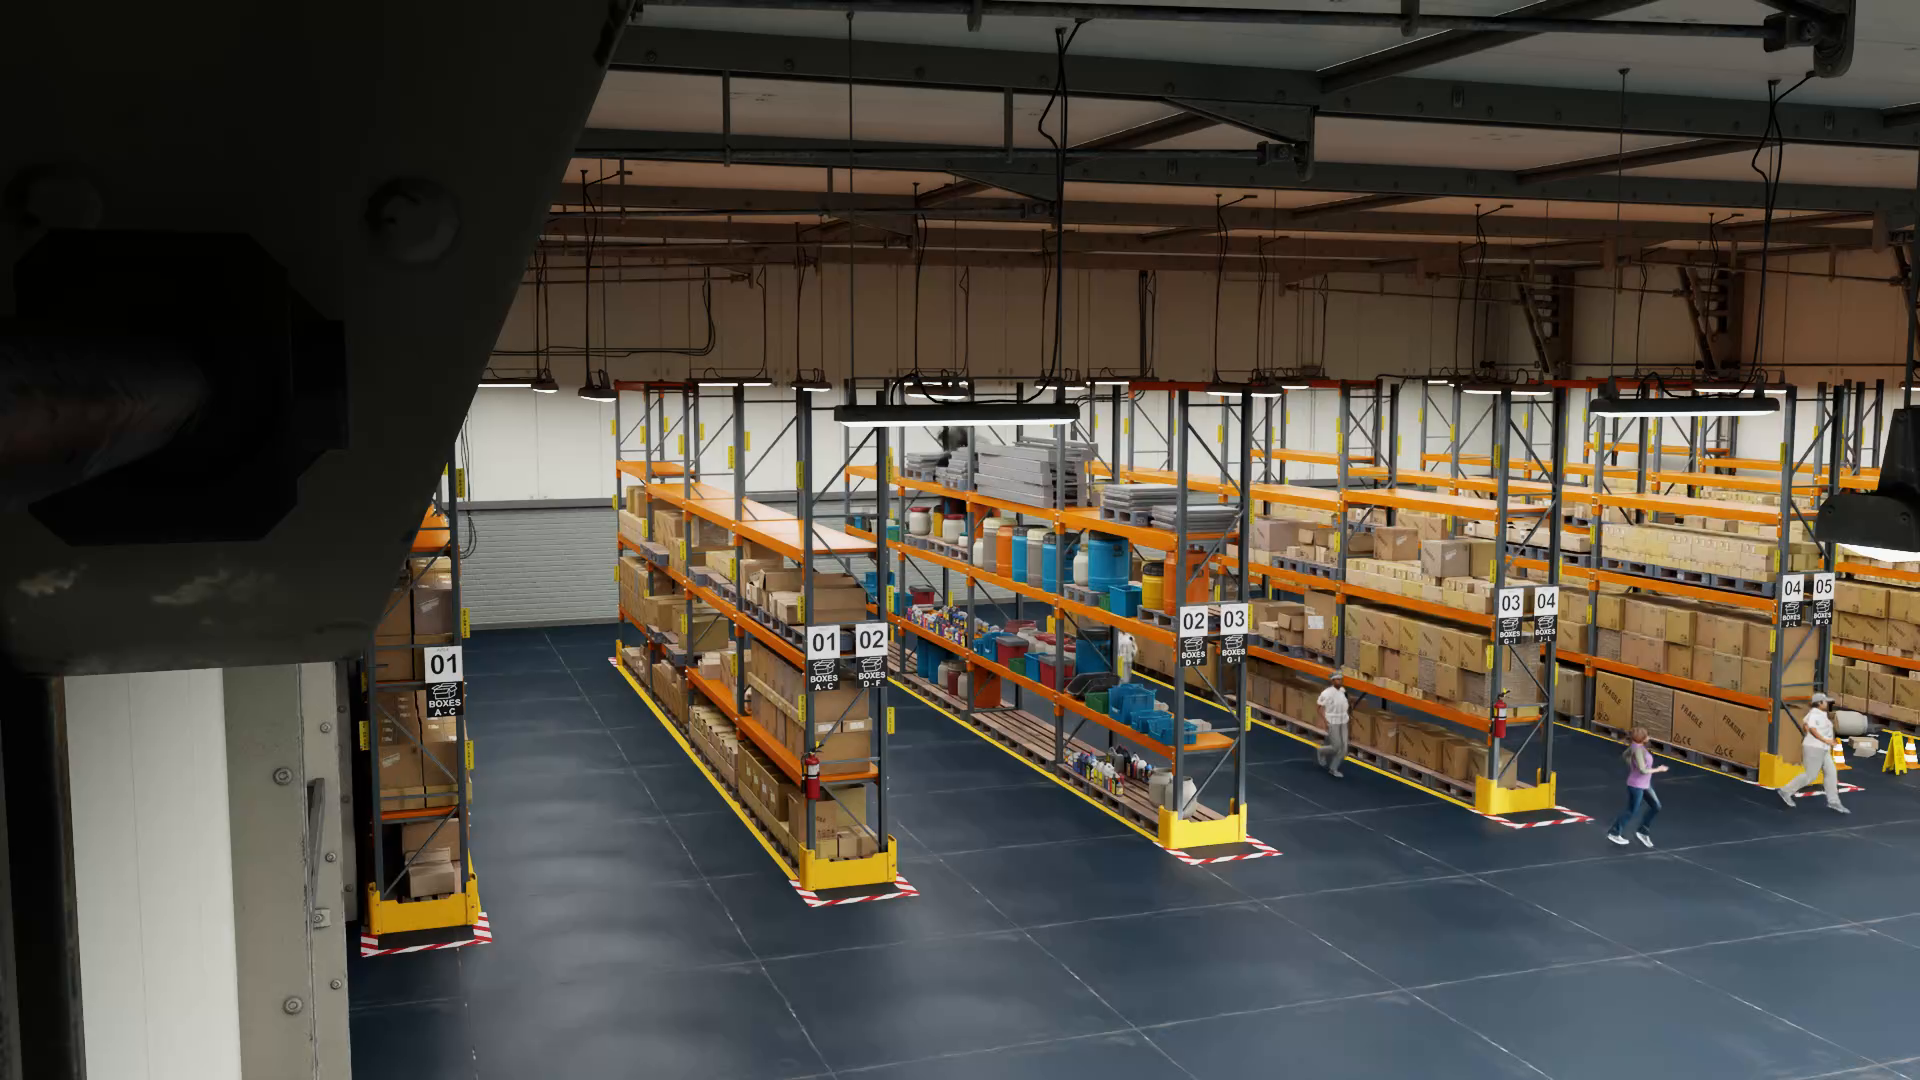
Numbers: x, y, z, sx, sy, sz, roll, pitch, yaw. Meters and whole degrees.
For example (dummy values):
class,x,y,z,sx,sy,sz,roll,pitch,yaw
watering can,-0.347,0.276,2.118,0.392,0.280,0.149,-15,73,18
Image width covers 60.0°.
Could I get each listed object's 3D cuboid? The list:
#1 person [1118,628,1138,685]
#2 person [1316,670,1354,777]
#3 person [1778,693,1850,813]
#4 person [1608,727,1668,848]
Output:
class,x,y,z,sx,sy,sz,roll,pitch,yaw
person,3.022,2.254,30.623,0.593,1.660,0.624,-3,7,-28
person,5.781,2.812,25.590,0.579,1.646,0.563,-3,7,-26
person,12.230,3.007,23.707,0.925,1.649,0.691,4,7,33
person,8.892,3.248,21.770,0.694,1.612,0.522,3,7,29
